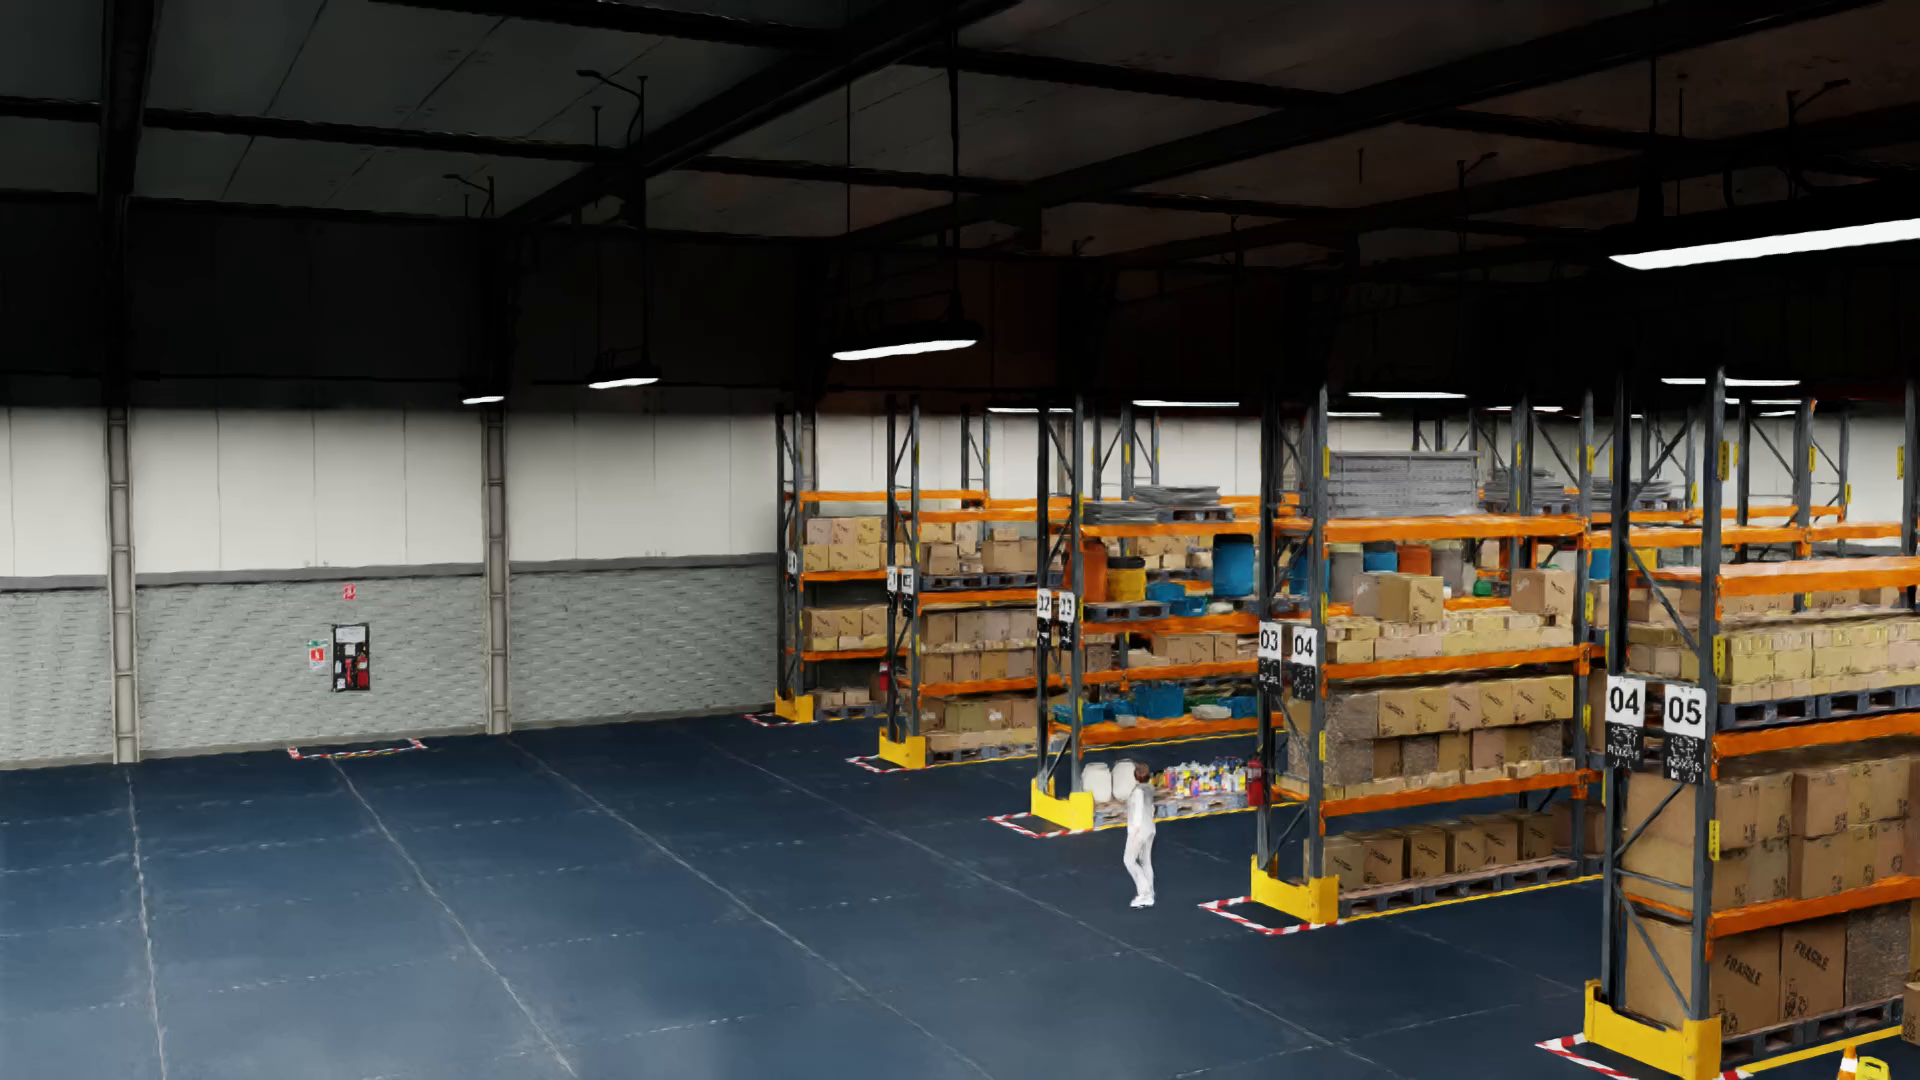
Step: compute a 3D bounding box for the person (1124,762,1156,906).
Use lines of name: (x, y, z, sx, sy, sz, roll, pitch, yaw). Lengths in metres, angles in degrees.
person: (2.042, 3.318, 18.691, 0.355, 1.554, 0.517, 2, 4, 34)
